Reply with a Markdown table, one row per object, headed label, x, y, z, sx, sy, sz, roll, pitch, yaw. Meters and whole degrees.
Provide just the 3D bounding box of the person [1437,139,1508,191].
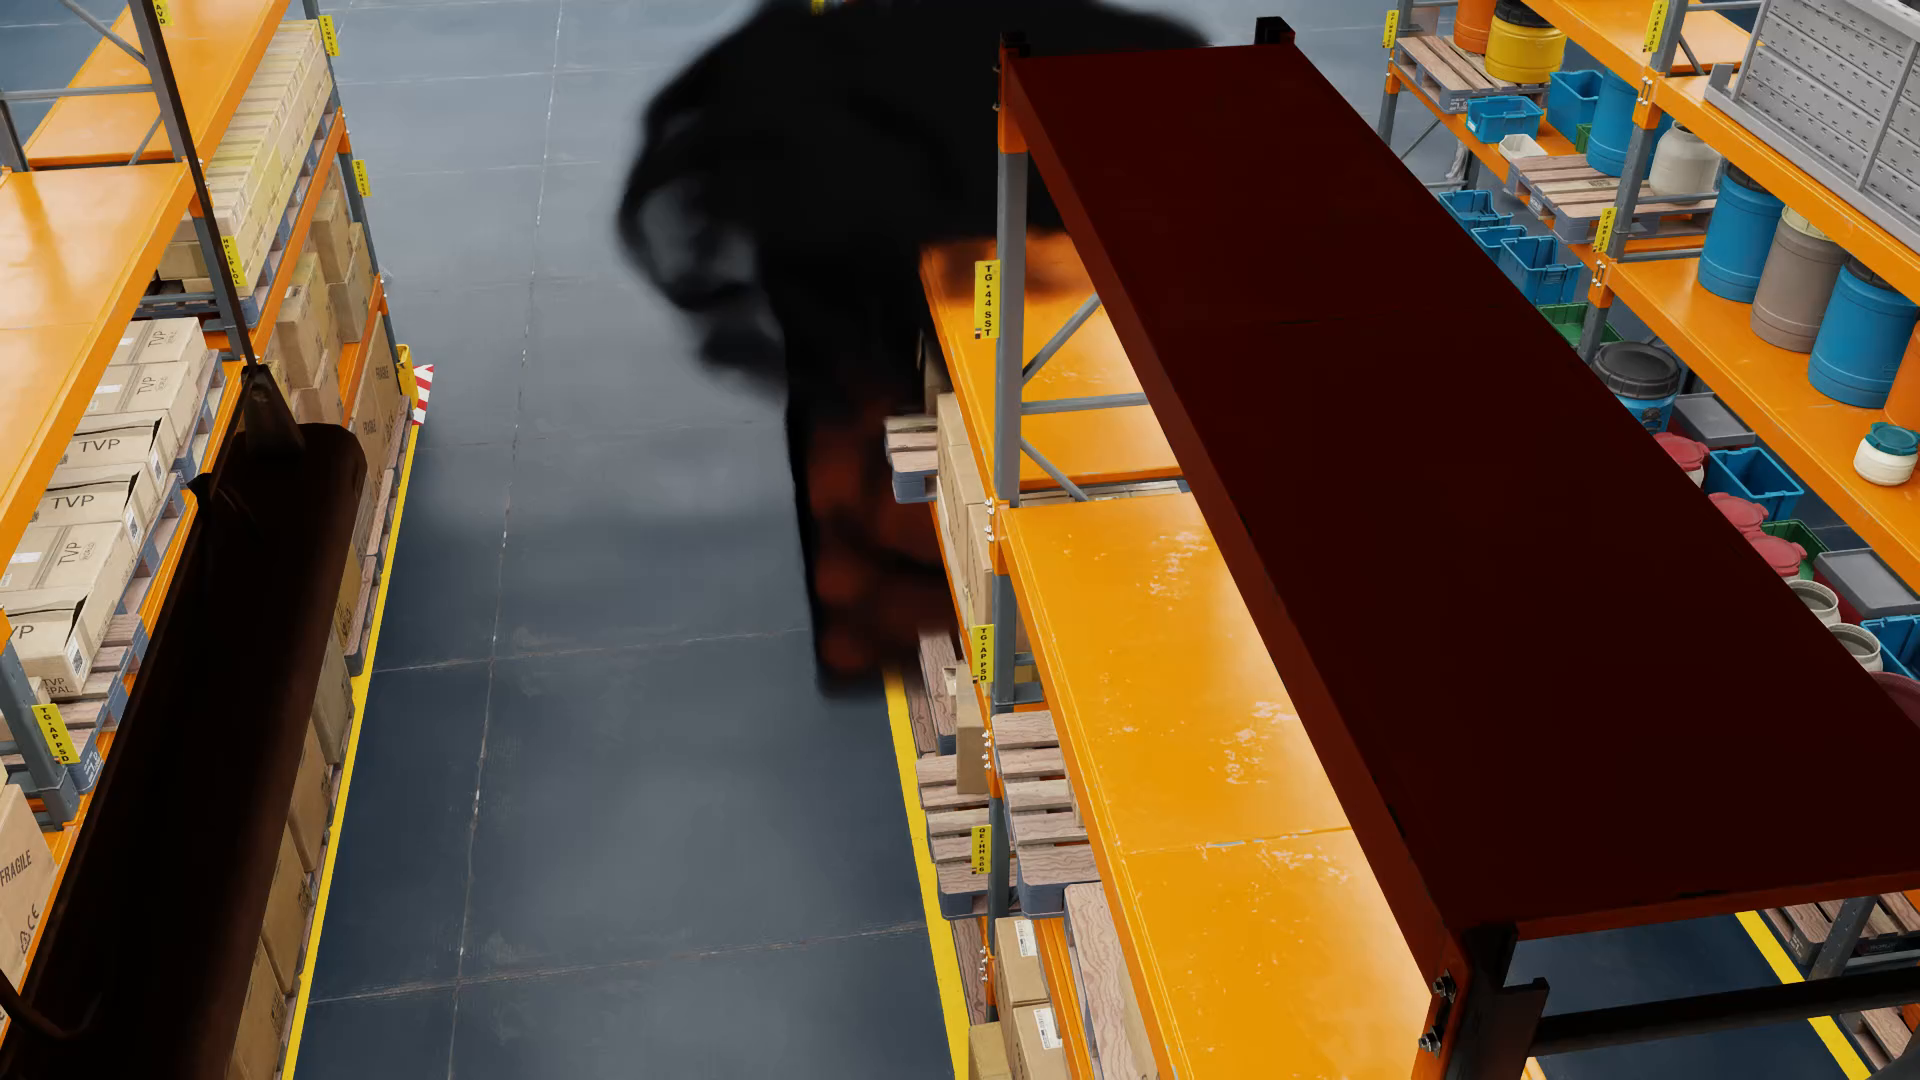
| label | x | y | z | sx | sy | sz | roll | pitch | yaw |
| --- | --- | --- | --- | --- | --- | --- | --- | --- | --- |
| person | 5.877 | -4.584 | 18.228 | 0.992 | 1.846 | 0.647 | 7 | 37 | 9 |
